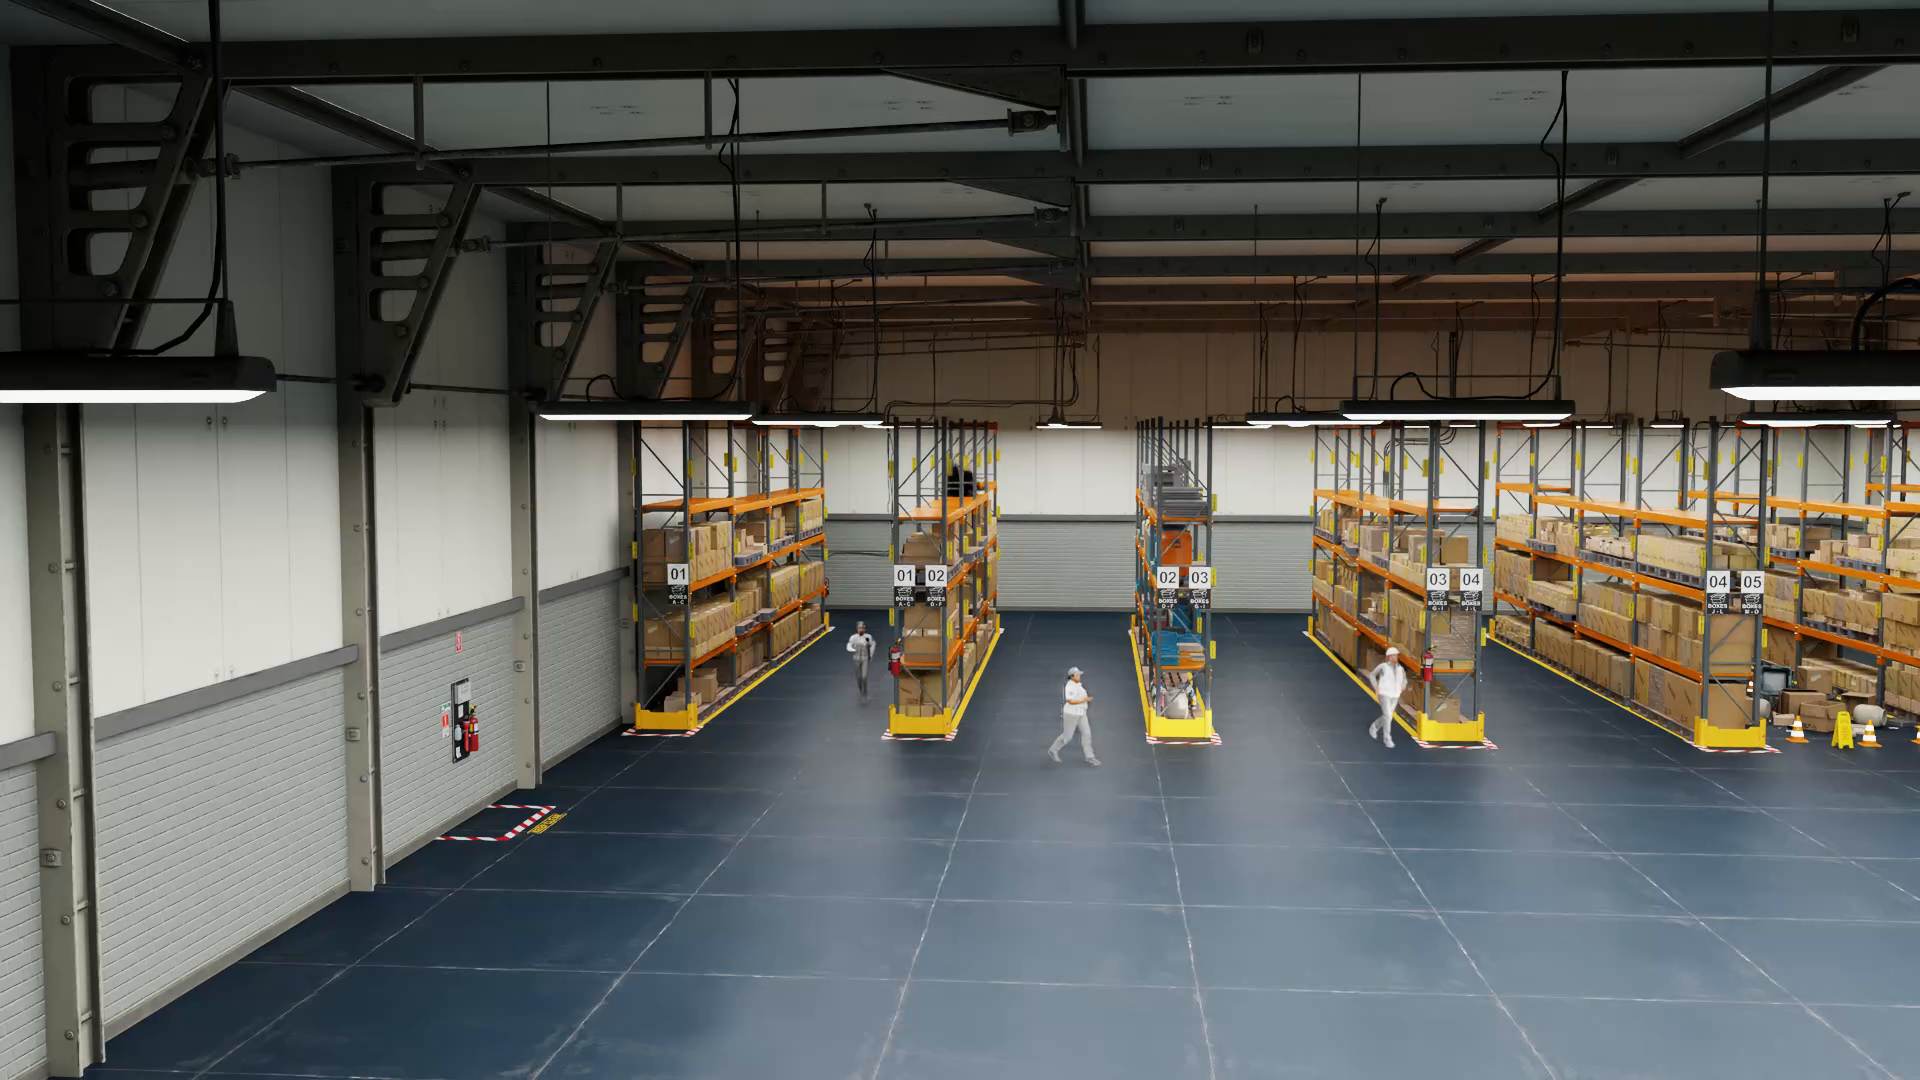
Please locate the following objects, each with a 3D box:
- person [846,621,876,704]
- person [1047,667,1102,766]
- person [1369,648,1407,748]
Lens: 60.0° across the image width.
[{"bbox_3d":[-2.125,2.585,35.269,0.551,1.753,0.755,0,4,3],"label":"person"},{"bbox_3d":[1.962,3.009,28.473,0.925,1.668,0.609,2,4,29],"label":"person"},{"bbox_3d":[7.887,2.863,30.534,0.669,1.763,0.819,-2,4,-22],"label":"person"}]
